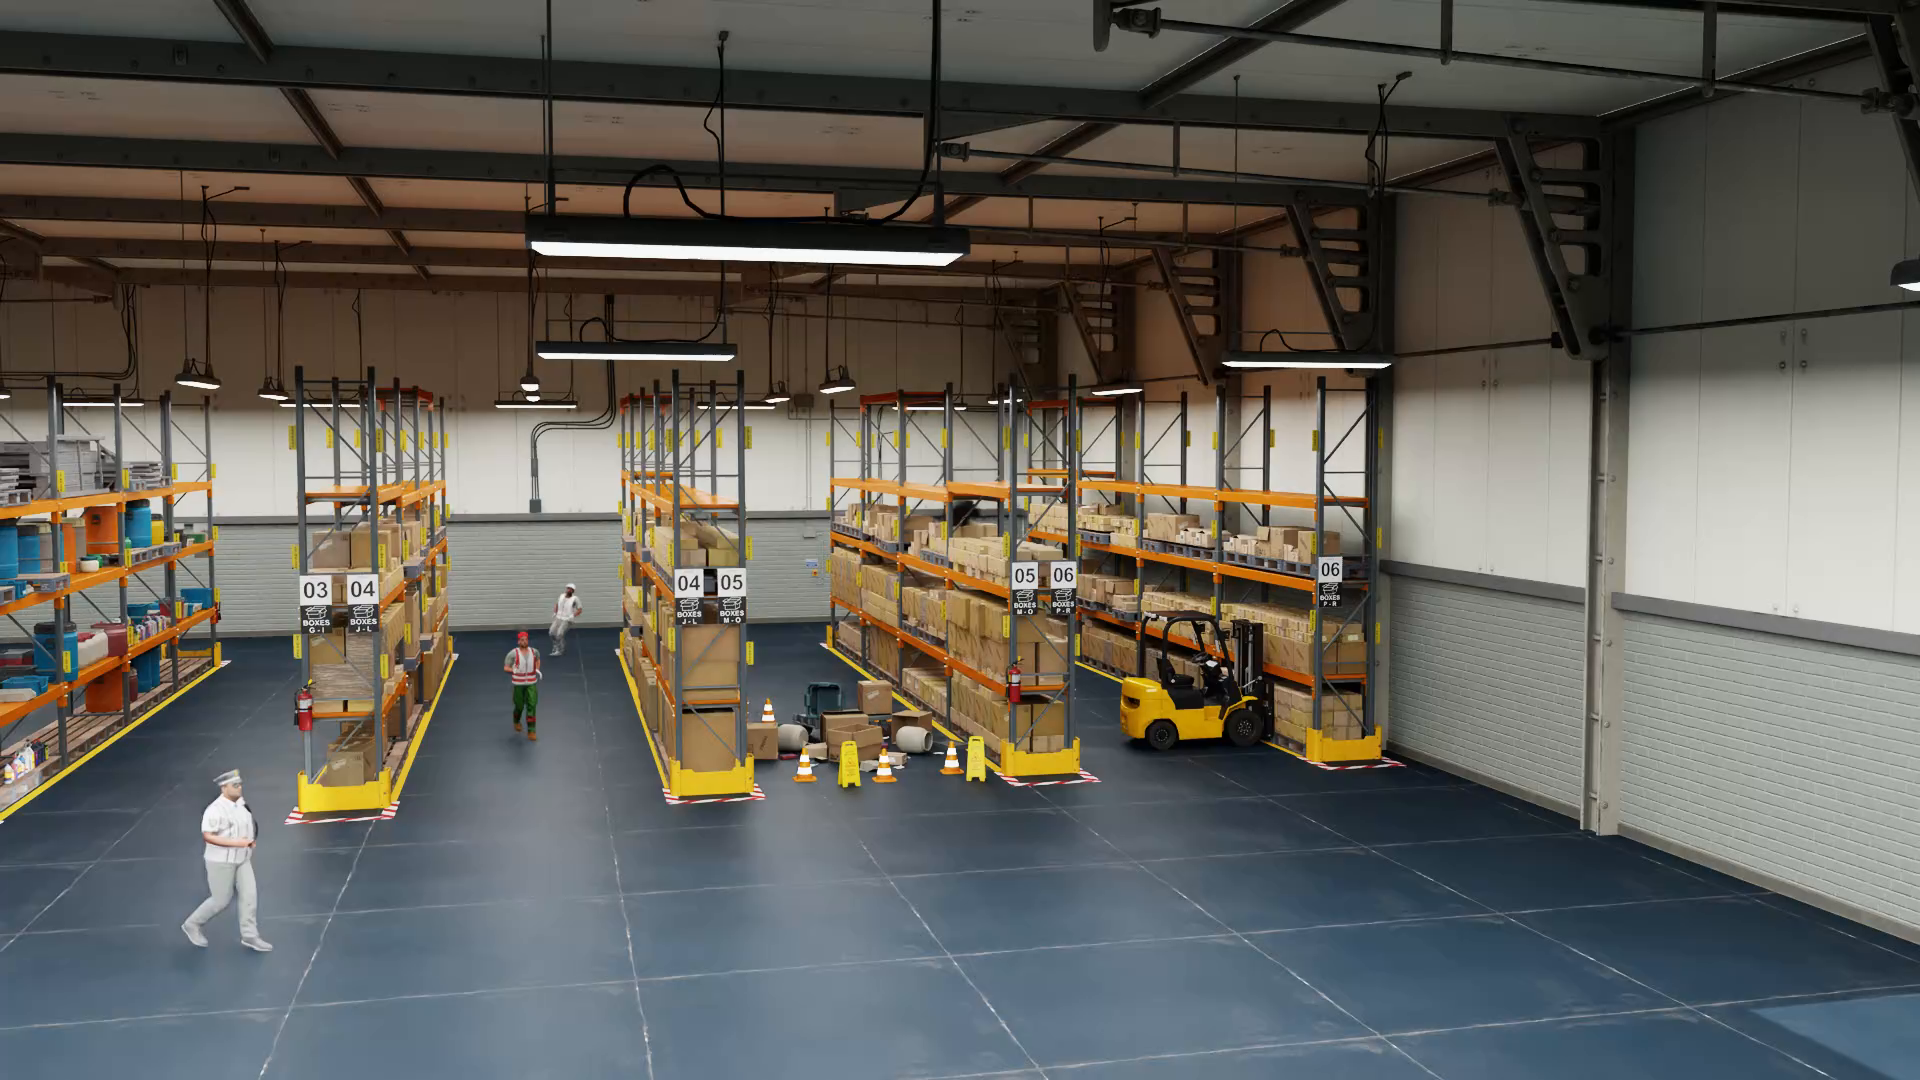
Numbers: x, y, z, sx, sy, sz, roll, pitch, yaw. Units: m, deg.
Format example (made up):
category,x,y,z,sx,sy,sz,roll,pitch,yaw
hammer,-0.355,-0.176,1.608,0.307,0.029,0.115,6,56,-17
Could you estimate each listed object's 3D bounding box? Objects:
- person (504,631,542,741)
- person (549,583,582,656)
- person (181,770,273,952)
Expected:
category,x,y,z,sx,sy,sz,roll,pitch,yaw
person,-7.297,2.420,27.839,0.654,1.783,0.988,-2,4,-28
person,-9.183,1.854,38.510,0.750,1.694,0.547,2,4,25
person,-7.197,3.143,16.325,0.867,1.806,0.686,1,3,10
